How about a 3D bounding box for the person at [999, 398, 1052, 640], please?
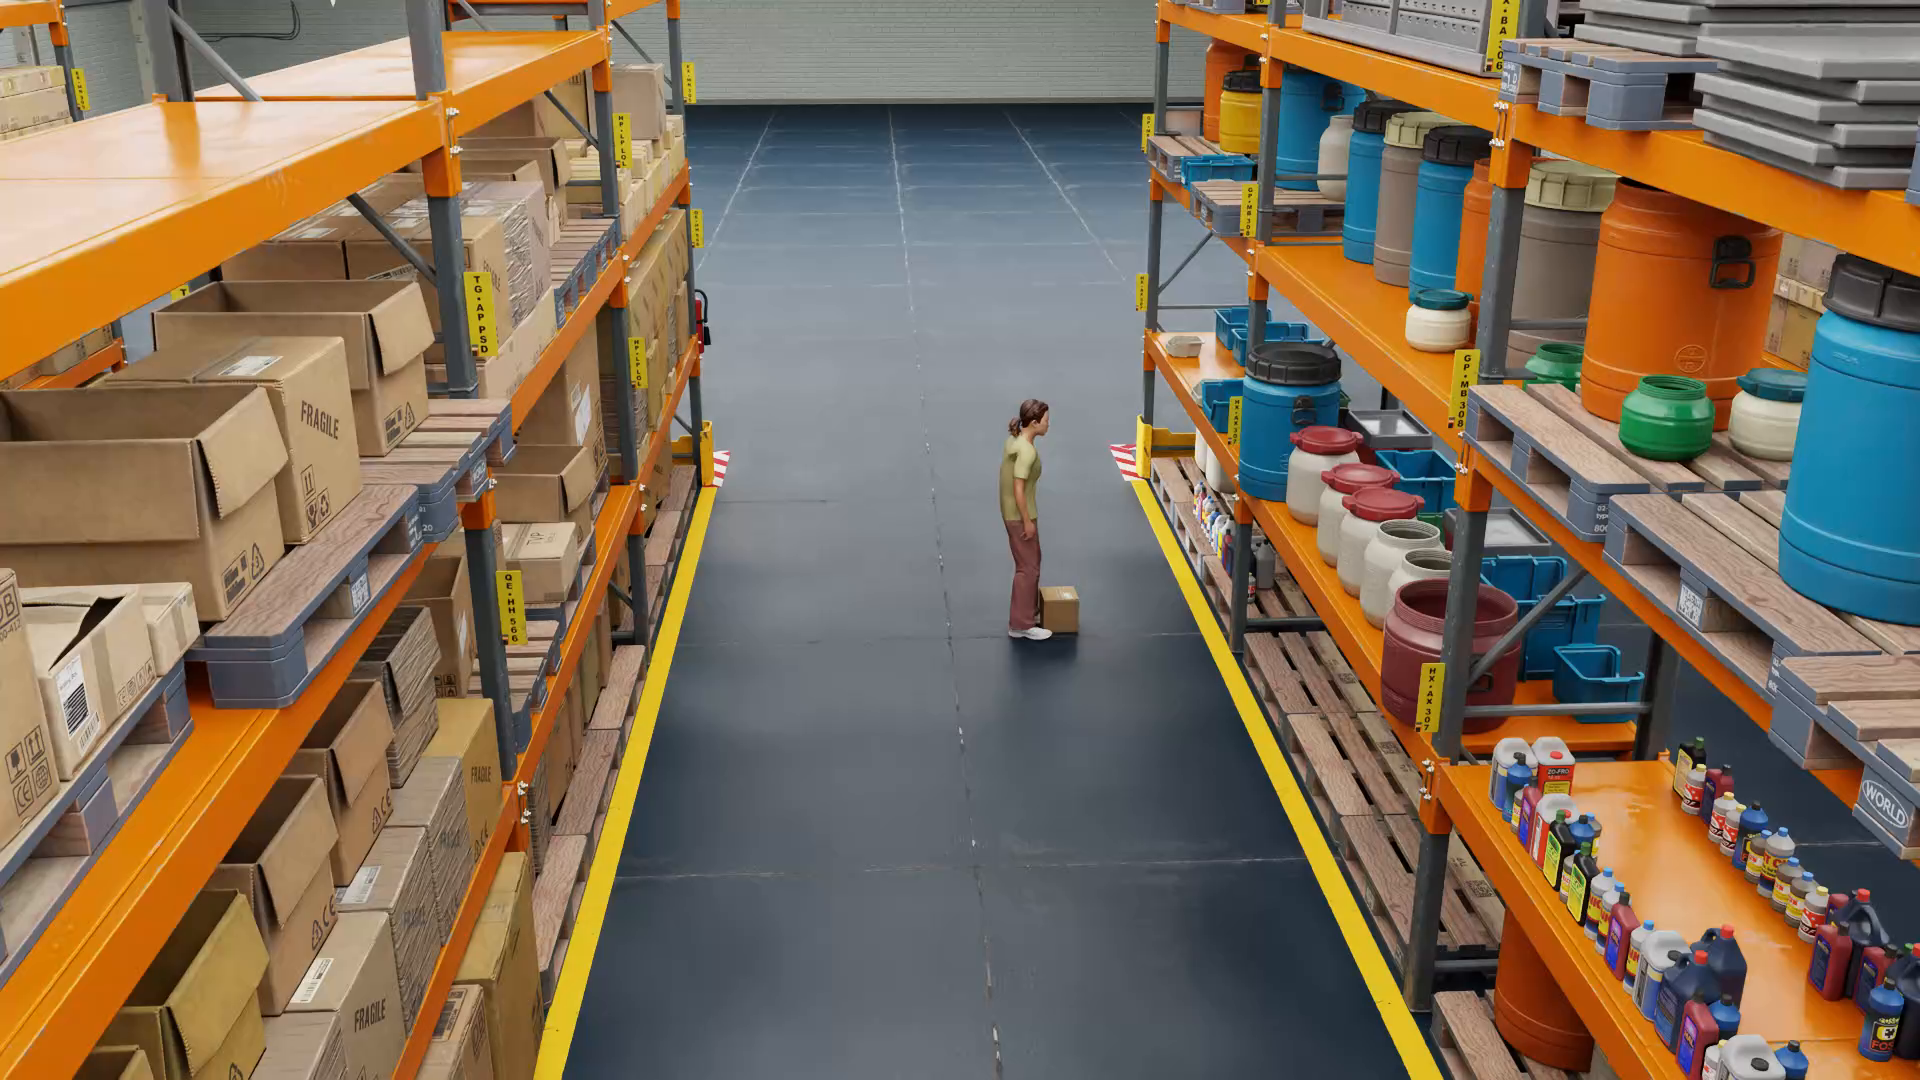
[{"bbox_3d":[0.478,-0.164,11.518,0.412,1.672,0.496,-1,21,-4],"label":"person"}]
